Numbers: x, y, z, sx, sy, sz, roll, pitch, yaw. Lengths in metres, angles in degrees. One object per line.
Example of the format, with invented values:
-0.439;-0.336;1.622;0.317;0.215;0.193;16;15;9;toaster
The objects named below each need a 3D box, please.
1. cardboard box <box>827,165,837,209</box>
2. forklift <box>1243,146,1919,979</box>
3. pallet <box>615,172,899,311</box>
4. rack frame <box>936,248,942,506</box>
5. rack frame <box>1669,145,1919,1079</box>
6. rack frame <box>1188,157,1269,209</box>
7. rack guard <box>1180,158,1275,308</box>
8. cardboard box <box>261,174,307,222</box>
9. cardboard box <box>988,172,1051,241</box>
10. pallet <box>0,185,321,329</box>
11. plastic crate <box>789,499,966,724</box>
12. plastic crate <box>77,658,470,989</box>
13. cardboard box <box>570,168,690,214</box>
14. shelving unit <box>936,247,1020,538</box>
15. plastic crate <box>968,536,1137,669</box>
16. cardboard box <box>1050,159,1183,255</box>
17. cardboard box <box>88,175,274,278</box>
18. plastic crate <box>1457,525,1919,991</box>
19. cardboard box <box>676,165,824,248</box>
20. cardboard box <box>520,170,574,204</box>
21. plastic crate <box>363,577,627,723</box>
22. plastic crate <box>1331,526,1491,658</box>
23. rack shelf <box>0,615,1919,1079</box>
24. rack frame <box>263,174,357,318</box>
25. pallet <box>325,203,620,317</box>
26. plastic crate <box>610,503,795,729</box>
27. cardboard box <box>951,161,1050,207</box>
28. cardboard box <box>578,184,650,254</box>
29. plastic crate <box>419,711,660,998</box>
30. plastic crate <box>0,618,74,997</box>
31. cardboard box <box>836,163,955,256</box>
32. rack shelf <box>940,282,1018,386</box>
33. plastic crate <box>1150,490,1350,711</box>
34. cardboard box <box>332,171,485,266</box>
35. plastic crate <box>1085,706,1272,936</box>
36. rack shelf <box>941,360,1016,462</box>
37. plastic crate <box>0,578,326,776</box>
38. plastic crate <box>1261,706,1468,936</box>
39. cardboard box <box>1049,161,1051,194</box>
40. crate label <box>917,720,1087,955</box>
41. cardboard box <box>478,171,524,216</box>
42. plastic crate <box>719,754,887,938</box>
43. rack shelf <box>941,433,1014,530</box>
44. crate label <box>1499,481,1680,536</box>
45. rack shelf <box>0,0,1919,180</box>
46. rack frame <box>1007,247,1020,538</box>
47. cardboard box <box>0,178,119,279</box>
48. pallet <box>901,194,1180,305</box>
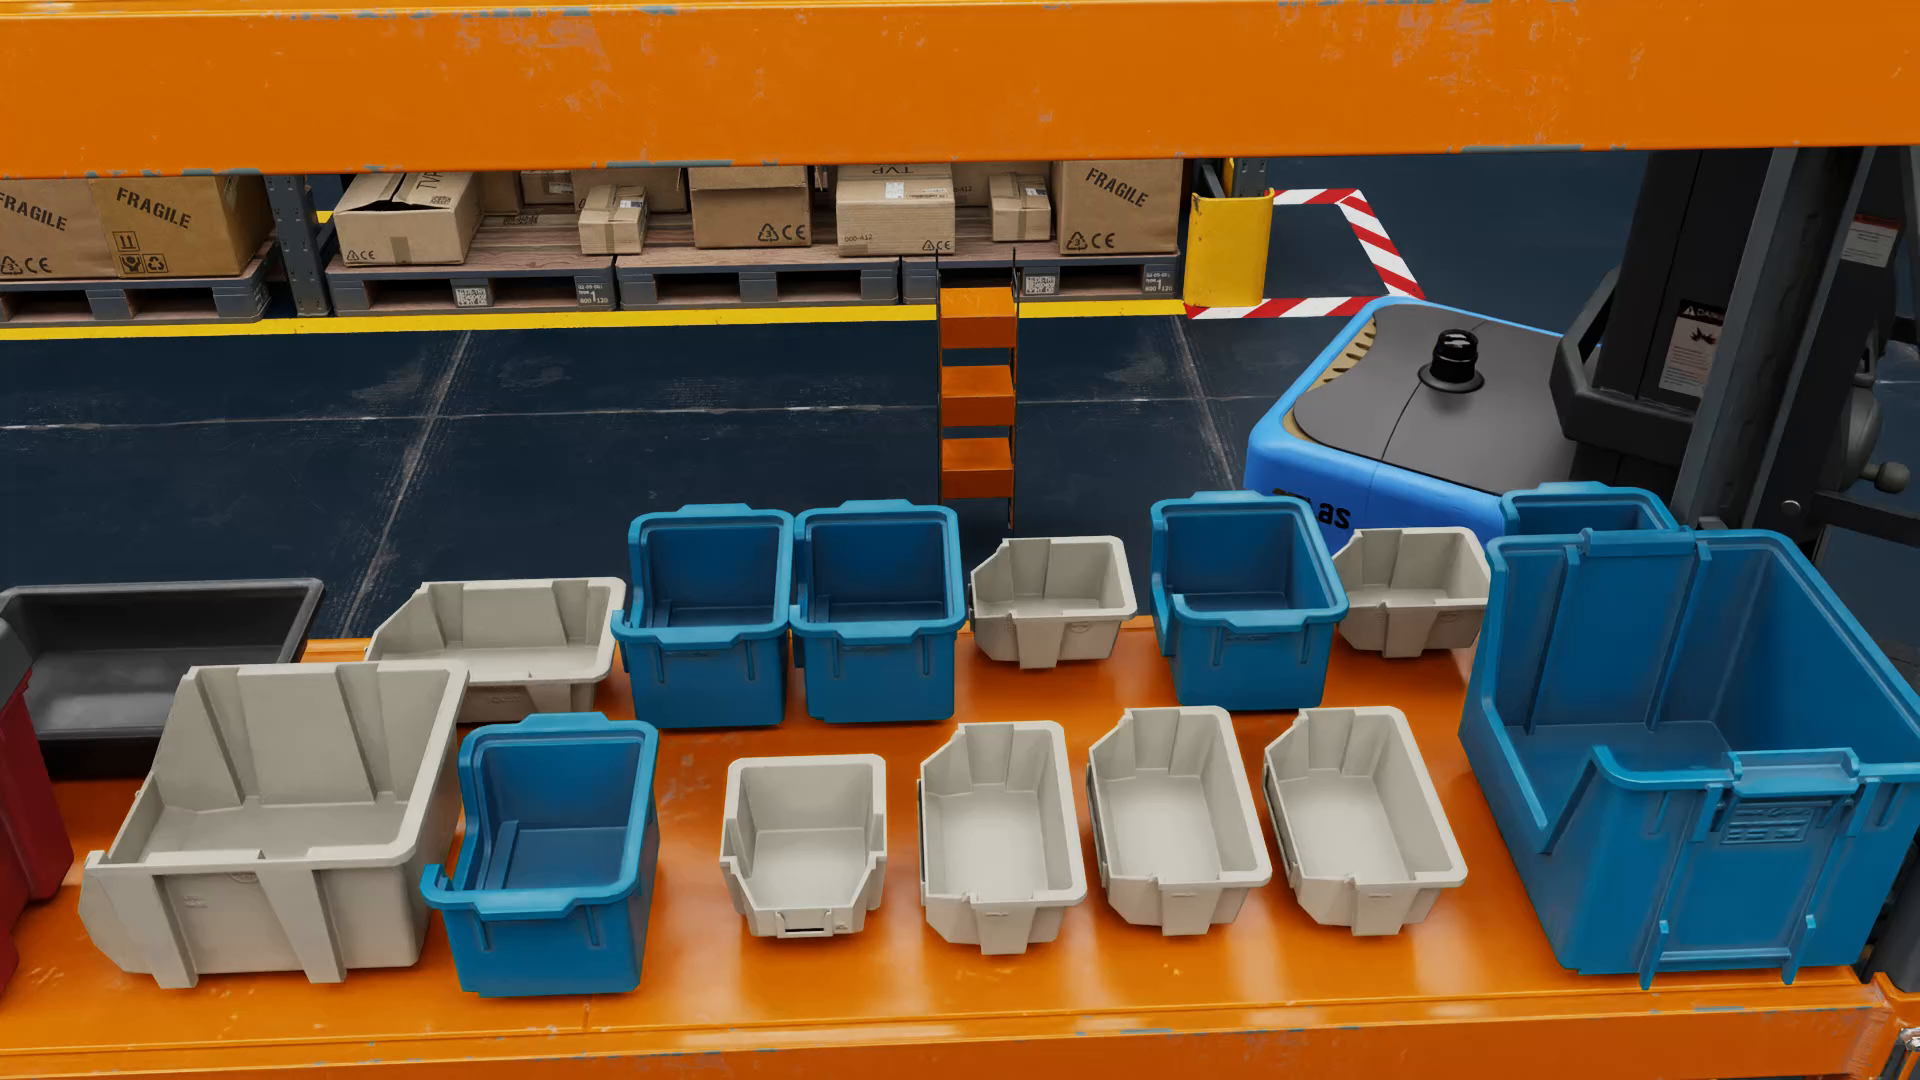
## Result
-0.356;-1.746;7.667;0.500;0.250;0.500;-2;35;-2;cardboard box
2.259;-0.395;3.746;3.031;2.935;1.130;19;39;25;forklift
-0.889;-1.374;7.551;1.213;0.211;1.003;-2;35;-2;pallet
-0.068;-0.430;5.449;0.008;1.050;0.200;-2;35;-2;rack frame
1.430;0.239;2.768;0.127;3.000;1.000;-2;35;-2;rack frame
1.199;-2.576;6.837;0.127;3.000;1.000;-2;35;-2;rack frame
1.123;-1.546;7.545;0.348;0.500;1.175;-2;35;-2;rack guard
-3.291;-1.747;7.449;0.500;0.500;0.500;-3;35;-4;cardboard box
0.259;-1.478;7.353;0.250;0.166;0.380;-2;35;-2;cardboard box
-3.607;-1.278;7.412;1.213;0.211;1.003;-2;35;-2;pallet
-0.147;0.139;3.008;0.300;0.233;0.416;-2;35;-2;plastic crate
-1.031;0.435;2.537;0.530;0.282;0.437;-2;35;-2;plastic crate
-1.491;-1.741;7.605;0.500;0.311;0.500;-2;35;-2;cardboard box
0.053;-0.433;5.453;0.252;1.050;0.215;-2;35;-2;shelving unit
0.166;0.123;3.116;0.298;0.136;0.250;-2;35;-2;plastic crate
0.668;-1.575;7.200;0.500;0.500;0.500;-2;35;-2;cardboard box
-3.276;-1.445;7.013;0.500;0.500;0.500;-2;35;-2;cardboard box
1.104;0.315;2.575;0.499;0.435;0.616;-2;35;-2;plastic crate
-0.920;-1.677;7.344;0.637;0.503;0.797;-2;35;-2;cardboard box
-1.869;-1.698;7.686;0.250;0.149;0.380;-2;35;-2;cardboard box
-0.840;0.213;2.985;0.466;0.136;0.293;-2;35;-2;plastic crate
0.844;0.104;3.142;0.298;0.136;0.250;-2;35;-2;plastic crate
-0.568;0.589;2.895;4.000;0.370;1.077;-2;35;-2;rack shelf
-2.796;-2.469;6.681;0.127;3.000;1.000;-2;35;-2;rack frame
-2.110;-1.340;7.501;1.213;0.211;1.003;-2;35;-2;pallet
-0.447;0.147;2.997;0.300;0.233;0.416;-2;35;-2;plastic crate
0.143;-1.760;7.687;0.500;0.250;0.500;-2;35;-2;cardboard box
-1.503;-1.402;7.243;0.250;0.166;0.380;-2;35;-2;cardboard box
-0.609;0.485;2.508;0.300;0.233;0.416;-2;35;-2;plastic crate
-1.662;0.415;2.406;0.583;0.464;0.402;-2;35;-2;plastic crate
-0.283;-1.463;7.258;0.500;0.250;0.500;-2;35;-2;cardboard box
0.053;-0.658;5.298;0.240;0.259;0.215;-2;35;-2;rack shelf
0.510;0.121;3.034;0.300;0.233;0.416;-2;35;-2;plastic crate
-2.367;-1.432;7.160;0.500;0.311;0.500;-2;35;-2;cardboard box
0.334;0.448;2.646;0.243;0.136;0.396;-2;35;-2;plastic crate
0.053;-0.424;5.459;0.240;0.259;0.215;-2;35;-2;rack shelf
-1.460;0.253;2.938;0.590;0.125;0.437;-2;35;-2;plastic crate
0.624;0.448;2.646;0.243;0.136;0.396;-2;35;-2;plastic crate
0.515;-1.770;7.774;0.250;0.166;0.380;-2;35;-2;cardboard box
0.057;0.469;2.615;0.243;0.136;0.396;-2;35;-2;crate label
-2.241;-1.798;7.522;0.500;0.500;0.500;-2;35;-2;cardboard box
-0.238;0.488;2.589;0.250;0.136;0.298;-2;35;-2;plastic crate
0.053;-0.196;5.618;0.240;0.259;0.215;-2;35;-2;rack shelf
1.168;0.103;3.060;0.303;0.233;0.416;-2;35;-2;crate label
-0.568;-0.644;2.041;4.000;0.370;1.077;-2;35;-2;rack shelf
0.175;-0.436;5.458;0.008;1.050;0.200;-2;35;-2;rack frame
-3.770;-1.437;7.000;0.500;0.500;0.500;-1;35;-2;cardboard box
0.327;-1.406;7.596;1.213;0.211;1.003;-2;35;-2;pallet
